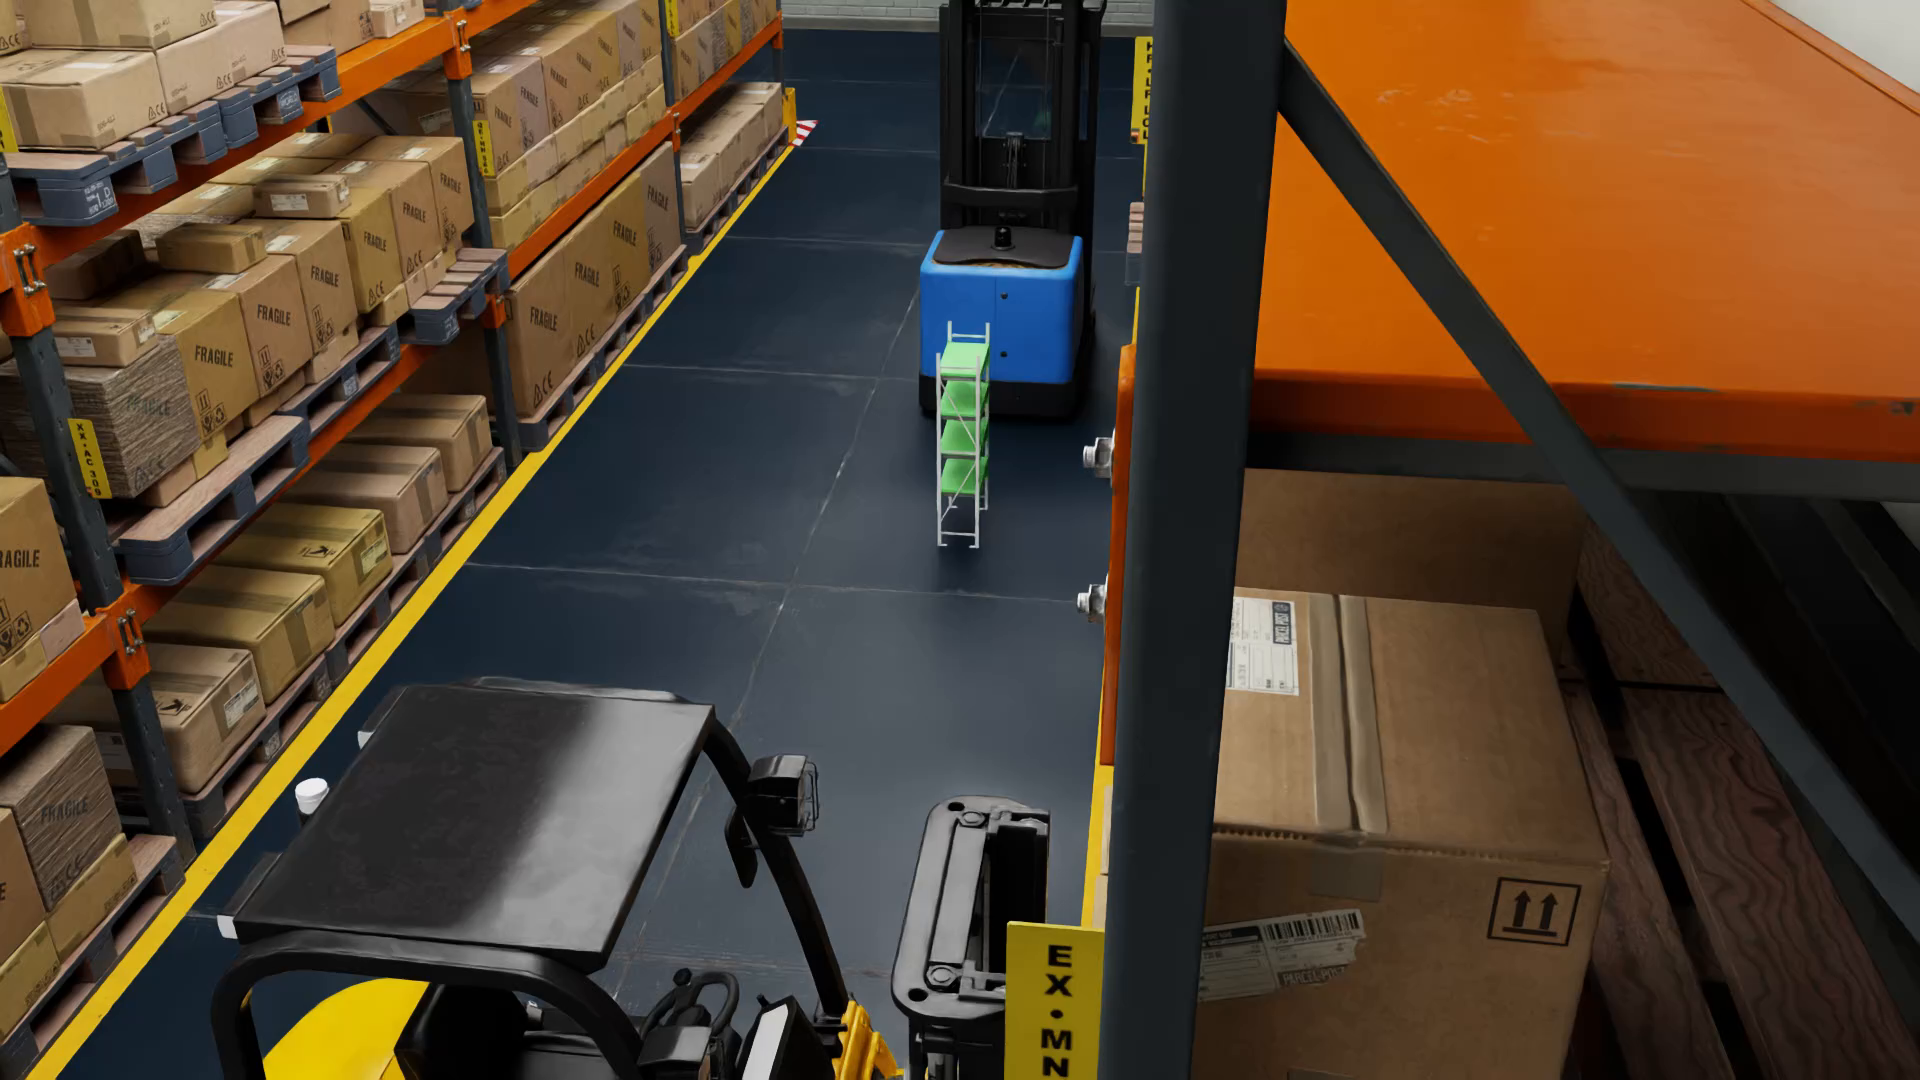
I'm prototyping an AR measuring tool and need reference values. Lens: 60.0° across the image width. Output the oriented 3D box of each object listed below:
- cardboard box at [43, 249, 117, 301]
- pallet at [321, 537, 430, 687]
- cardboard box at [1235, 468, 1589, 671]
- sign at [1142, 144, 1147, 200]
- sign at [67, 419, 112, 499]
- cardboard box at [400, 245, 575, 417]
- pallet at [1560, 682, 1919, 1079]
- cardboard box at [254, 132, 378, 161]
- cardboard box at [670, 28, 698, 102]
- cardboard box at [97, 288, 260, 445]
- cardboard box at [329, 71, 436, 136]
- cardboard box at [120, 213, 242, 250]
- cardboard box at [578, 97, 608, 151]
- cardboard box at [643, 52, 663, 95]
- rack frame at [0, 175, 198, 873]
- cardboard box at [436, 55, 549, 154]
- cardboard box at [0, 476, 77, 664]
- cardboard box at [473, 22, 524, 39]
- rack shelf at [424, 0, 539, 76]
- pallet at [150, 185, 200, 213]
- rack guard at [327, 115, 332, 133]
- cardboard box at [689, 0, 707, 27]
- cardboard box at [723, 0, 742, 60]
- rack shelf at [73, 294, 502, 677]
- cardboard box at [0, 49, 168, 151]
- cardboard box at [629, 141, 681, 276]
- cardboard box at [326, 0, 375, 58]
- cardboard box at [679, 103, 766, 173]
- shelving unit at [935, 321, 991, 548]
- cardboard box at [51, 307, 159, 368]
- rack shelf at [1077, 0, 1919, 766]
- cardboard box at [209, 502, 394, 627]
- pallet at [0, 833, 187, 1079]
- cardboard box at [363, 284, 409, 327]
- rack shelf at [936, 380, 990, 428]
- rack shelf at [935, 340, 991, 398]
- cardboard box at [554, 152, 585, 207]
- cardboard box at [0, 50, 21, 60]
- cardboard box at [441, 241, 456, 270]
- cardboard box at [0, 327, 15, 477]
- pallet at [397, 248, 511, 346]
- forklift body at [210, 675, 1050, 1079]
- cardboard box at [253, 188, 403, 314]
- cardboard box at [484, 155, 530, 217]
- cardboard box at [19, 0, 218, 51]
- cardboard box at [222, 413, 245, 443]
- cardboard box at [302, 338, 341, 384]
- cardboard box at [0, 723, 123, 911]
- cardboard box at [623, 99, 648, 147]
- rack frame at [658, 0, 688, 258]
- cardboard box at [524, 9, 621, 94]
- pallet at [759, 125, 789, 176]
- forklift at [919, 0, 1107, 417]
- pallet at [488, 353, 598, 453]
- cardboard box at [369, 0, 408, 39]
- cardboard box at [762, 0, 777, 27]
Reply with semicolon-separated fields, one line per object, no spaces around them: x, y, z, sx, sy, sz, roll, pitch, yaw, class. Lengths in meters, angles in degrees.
-3.902;-1.151;7.178;0.380;0.149;0.250;3;28;5;cardboard box
-3.565;0.335;8.906;1.003;0.211;1.213;3;28;6;pallet
0.668;-0.073;2.907;0.700;0.500;0.500;4;29;7;cardboard box
1.071;-2.048;9.252;0.100;0.325;0.005;3;28;6;sign
-3.266;-0.303;6.238;0.100;0.325;0.005;3;28;6;sign
-3.149;-1.403;10.989;0.875;0.875;0.875;3;28;6;cardboard box
0.743;0.606;2.392;1.003;0.211;1.213;3;28;6;pallet
-3.601;-1.995;9.428;0.500;0.500;0.500;3;28;5;cardboard box
-2.508;-3.966;13.843;0.500;0.500;0.500;4;29;8;cardboard box
-3.403;-0.750;7.117;0.500;0.500;0.500;3;29;6;cardboard box
-3.512;-2.576;10.209;0.500;0.500;0.500;3;28;5;cardboard box
-3.785;-1.264;8.071;0.500;0.500;0.500;2;28;4;cardboard box
-2.796;-2.926;11.650;0.500;0.250;0.500;4;29;7;cardboard box
-2.638;-3.648;12.990;0.500;0.250;0.500;3;28;6;cardboard box
-3.806;0.050;6.495;1.000;3.000;0.127;3;28;6;rack frame
-2.962;-2.769;10.568;0.500;0.500;0.500;3;29;6;cardboard box
-3.614;0.098;5.986;0.500;0.500;0.500;3;28;5;cardboard box
-3.321;-3.289;11.533;0.500;0.500;0.500;3;28;5;cardboard box
-3.071;-3.778;11.197;1.077;0.370;4.000;3;28;6;rack shelf
-7.704;-3.047;15.182;1.003;0.211;1.213;3;28;6;pallet
-7.270;-4.703;17.952;1.175;0.500;0.348;3;28;6;rack guard
-2.459;-4.648;14.055;0.500;0.500;0.500;3;28;6;cardboard box
-2.312;-4.678;15.166;0.500;0.500;0.500;4;29;8;cardboard box
-3.561;-0.575;8.413;1.077;0.370;4.000;3;28;6;rack shelf
-3.336;-1.641;6.187;0.500;0.250;0.500;3;28;5;cardboard box
-2.822;-2.669;13.339;0.875;0.875;0.875;4;29;8;cardboard box
-3.442;-2.752;8.428;0.700;0.500;0.500;3;28;6;cardboard box
-2.421;-3.908;16.100;0.875;0.438;0.875;4;29;8;cardboard box
0.020;-0.606;9.610;0.258;1.200;0.503;3;28;6;shelving unit
-3.397;-0.796;6.520;0.380;0.149;0.250;3;28;6;cardboard box
0.876;-0.870;3.058;1.077;0.370;4.000;3;28;6;rack shelf
-3.576;0.109;8.713;0.950;0.372;0.625;4;29;8;cardboard box
-3.853;1.596;6.566;1.003;0.211;1.213;3;28;6;pallet
-3.128;-1.239;8.710;0.380;0.149;0.250;4;29;7;cardboard box
0.020;-0.761;9.527;0.258;0.148;0.480;3;28;6;rack shelf
0.020;-0.972;9.413;0.258;0.148;0.480;3;28;6;rack shelf
-2.891;-2.472;11.334;0.500;0.250;0.500;4;29;8;cardboard box
-3.878;-1.673;6.245;0.500;0.250;0.500;3;28;5;cardboard box
-3.084;-1.609;9.396;0.380;0.149;0.250;4;29;7;cardboard box
-3.977;-0.541;6.729;0.500;0.500;0.500;3;28;5;cardboard box
-3.297;-1.407;9.401;1.213;0.211;1.003;3;28;6;pallet
-0.948;1.594;4.523;2.313;2.155;1.214;3;28;6;forklift body
-3.209;-1.481;8.475;0.500;0.500;0.500;1;28;3;cardboard box
-3.009;-2.211;10.323;0.500;0.250;0.500;3;28;6;cardboard box
-3.285;-2.097;6.505;0.500;0.250;0.500;3;28;5;cardboard box
-3.426;-0.521;7.377;0.380;0.149;0.250;5;29;9;cardboard box
-3.237;-0.878;8.040;0.380;0.149;0.250;4;29;8;cardboard box
-3.612;1.039;6.324;0.500;0.500;0.500;3;28;5;cardboard box
-2.694;-3.184;12.656;0.500;0.250;0.500;3;28;5;cardboard box
-2.826;-3.716;13.485;1.000;3.000;0.127;3;28;6;rack frame
-2.769;-3.494;11.913;0.500;0.500;0.500;4;29;8;cardboard box
-2.356;-3.990;16.934;1.003;0.211;1.213;3;28;6;pallet
0.438;-2.788;11.834;1.130;2.935;3.031;4;29;7;forklift
-3.144;-0.972;11.332;1.003;0.211;1.213;3;28;6;pallet
-3.168;-2.765;8.822;0.380;0.149;0.250;3;28;6;cardboard box
-2.132;-5.400;16.506;0.500;0.500;0.500;4;29;6;cardboard box
